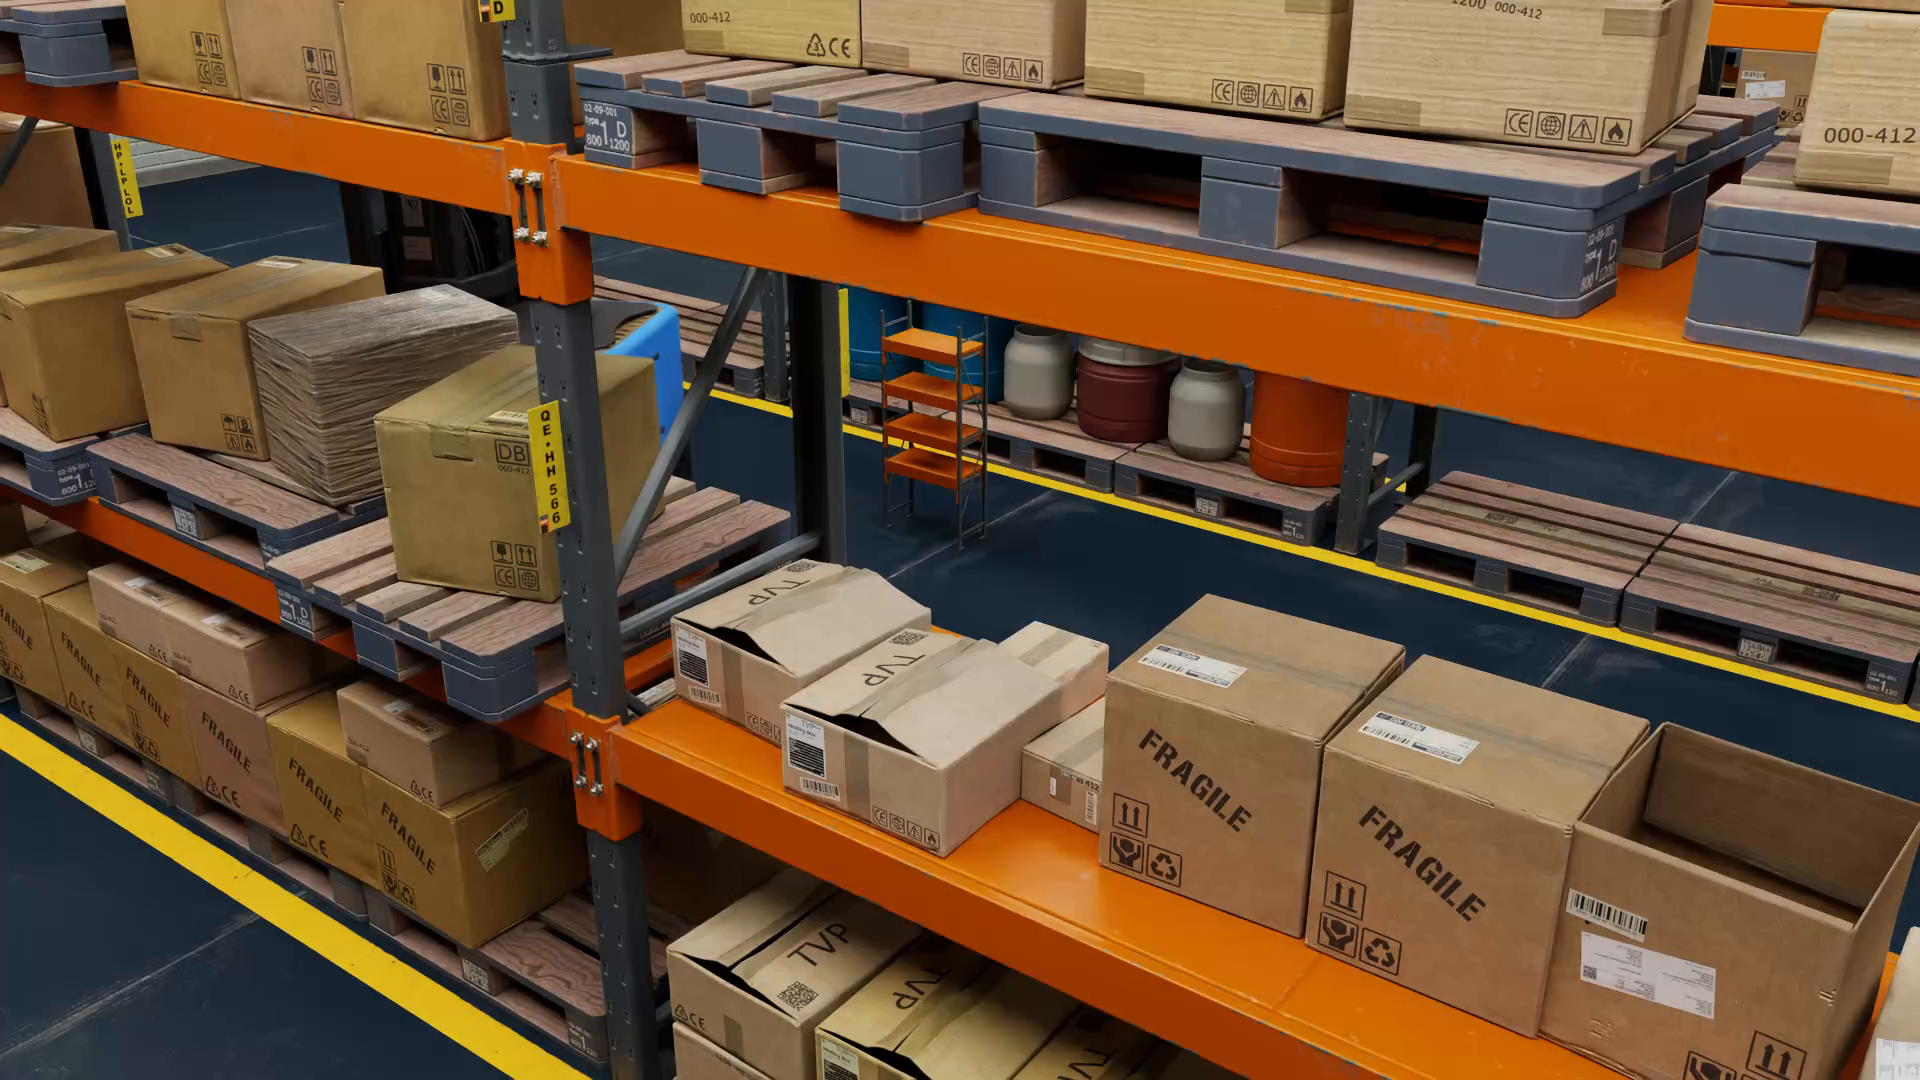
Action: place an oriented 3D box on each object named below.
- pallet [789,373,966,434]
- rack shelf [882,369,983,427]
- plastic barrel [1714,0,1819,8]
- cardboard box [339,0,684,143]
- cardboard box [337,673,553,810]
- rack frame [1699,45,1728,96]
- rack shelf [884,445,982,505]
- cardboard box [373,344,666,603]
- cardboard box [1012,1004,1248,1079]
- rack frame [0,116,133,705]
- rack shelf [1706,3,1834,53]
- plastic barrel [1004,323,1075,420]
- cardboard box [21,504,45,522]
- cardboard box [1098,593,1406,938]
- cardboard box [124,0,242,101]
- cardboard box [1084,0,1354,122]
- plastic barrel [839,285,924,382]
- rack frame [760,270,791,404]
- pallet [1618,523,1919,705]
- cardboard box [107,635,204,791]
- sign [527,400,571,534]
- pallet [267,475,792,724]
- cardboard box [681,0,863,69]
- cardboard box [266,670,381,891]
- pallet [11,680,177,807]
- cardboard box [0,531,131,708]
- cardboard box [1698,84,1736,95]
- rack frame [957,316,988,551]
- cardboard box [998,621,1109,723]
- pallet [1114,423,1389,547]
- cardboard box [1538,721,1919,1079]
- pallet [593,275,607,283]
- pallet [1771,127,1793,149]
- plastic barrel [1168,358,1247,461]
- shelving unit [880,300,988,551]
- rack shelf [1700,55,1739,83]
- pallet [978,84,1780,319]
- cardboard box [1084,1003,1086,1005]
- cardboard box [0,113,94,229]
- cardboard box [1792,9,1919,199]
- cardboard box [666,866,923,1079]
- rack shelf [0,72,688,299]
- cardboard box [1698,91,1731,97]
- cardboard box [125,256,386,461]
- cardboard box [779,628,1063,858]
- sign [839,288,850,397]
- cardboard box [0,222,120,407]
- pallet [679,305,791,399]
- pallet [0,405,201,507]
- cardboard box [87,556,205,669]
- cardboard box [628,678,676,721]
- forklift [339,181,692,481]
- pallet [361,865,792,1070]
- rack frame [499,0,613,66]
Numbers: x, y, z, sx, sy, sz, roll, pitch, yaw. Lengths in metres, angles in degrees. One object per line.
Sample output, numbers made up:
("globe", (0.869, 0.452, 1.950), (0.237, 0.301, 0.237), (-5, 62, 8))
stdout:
("pallet", (-0.326, -0.950, 10.644), (1.213, 0.211, 1.003), (17, 29, 33))
("rack shelf", (-0.132, -0.732, 8.536), (0.480, 0.148, 0.258), (17, 29, 33))
("plastic barrel", (3.333, -2.601, 6.681), (0.708, 0.830, 0.600), (17, 29, 33))
("cardboard box", (-1.060, -1.375, 4.306), (0.500, 0.500, 0.910), (17, 29, 33))
("cardboard box", (-1.628, 0.575, 5.349), (0.500, 0.250, 0.500), (18, 30, 35))
("rack frame", (5.253, -3.057, 11.968), (0.127, 3.000, 1.000), (17, 29, 33))
("rack shelf", (-0.132, -0.346, 8.706), (0.480, 0.148, 0.258), (17, 29, 33))
("cardboard box", (-1.262, -0.216, 4.874), (0.500, 0.500, 0.700), (7, 25, 16))
("cardboard box", (0.384, 1.418, 4.006), (0.500, 0.311, 0.500), (16, 28, 32))
("rack frame", (-3.892, -0.829, 6.911), (0.127, 3.000, 1.000), (17, 29, 33))
("rack shelf", (3.883, -2.019, 6.783), (4.000, 0.370, 1.077), (17, 29, 33))
("plastic barrel", (0.472, -1.006, 9.878), (0.421, 0.512, 0.421), (0, 24, 0))
("cardboard box", (-4.796, -0.111, 8.250), (0.250, 0.166, 0.380), (17, 29, 33))
("cardboard box", (0.662, 0.493, 3.787), (0.500, 0.500, 0.500), (15, 28, 31))
("cardboard box", (-1.884, -1.624, 4.871), (0.500, 0.500, 0.910), (17, 29, 33))
("cardboard box", (0.587, -1.003, 3.252), (0.500, 0.250, 0.500), (16, 28, 32))
("plastic barrel", (-0.493, -1.521, 10.564), (0.708, 0.901, 0.600), (17, 29, 33))
("rack frame", (-0.918, -2.426, 10.536), (0.127, 3.000, 1.000), (17, 29, 33))
("pallet", (3.851, 0.312, 7.780), (1.213, 0.211, 1.003), (17, 29, 33))
("cardboard box", (-2.822, 0.558, 6.318), (0.500, 0.500, 0.500), (17, 29, 34))
("sign", (-1.009, -0.178, 4.096), (0.005, 0.325, 0.100), (17, 29, 33))
("pallet", (-1.275, 0.085, 5.075), (1.003, 0.211, 1.213), (17, 29, 33))
("cardboard box", (-0.294, -1.266, 3.849), (0.500, 0.250, 0.500), (14, 28, 29))
("cardboard box", (-1.994, 0.805, 5.757), (0.500, 0.500, 0.500), (16, 28, 31))
("pallet", (-3.218, 0.632, 7.055), (1.213, 0.211, 1.003), (17, 29, 33))
("cardboard box", (-3.651, 0.309, 6.882), (0.500, 0.500, 0.500), (15, 28, 31))
("cardboard box", (7.497, -4.392, 16.646), (0.500, 0.250, 0.500), (16, 29, 33))
("rack frame", (0.063, -0.530, 8.465), (0.015, 1.200, 0.240), (17, 29, 33))
("cardboard box", (0.194, 0.382, 4.475), (0.250, 0.149, 0.380), (17, 29, 33))
("pallet", (1.627, -0.360, 9.305), (1.213, 0.211, 1.003), (17, 29, 33))
("cardboard box", (1.484, 0.741, 3.223), (0.500, 0.500, 0.500), (19, 30, 37))
("pallet", (-3.482, -1.905, 12.813), (1.213, 0.211, 1.003), (17, 29, 33))
("pallet", (5.887, -2.831, 11.693), (1.003, 0.211, 1.213), (17, 29, 33))
("plastic barrel", (1.376, -0.733, 9.258), (0.421, 0.512, 0.421), (0, 24, 0))
("shelving unit", (-0.132, -0.589, 8.599), (0.503, 1.200, 0.258), (17, 29, 33))
("rack shelf", (6.709, -4.787, 16.787), (4.000, 0.370, 1.077), (17, 29, 33))
("pallet", (0.802, -0.743, 3.230), (1.213, 0.211, 1.003), (18, 30, 36))
("cardboard box", (0.296, 1.119, 4.685), (0.500, 0.311, 0.500), (16, 29, 33))
("cardboard box", (-4.100, -1.537, 7.154), (0.500, 0.500, 0.500), (18, 29, 35))
("cardboard box", (1.581, -0.675, 2.506), (0.500, 0.250, 0.500), (14, 27, 28))
("cardboard box", (-0.448, 1.169, 4.570), (0.500, 0.311, 0.500), (18, 29, 35))
("rack shelf", (-2.291, -1.389, 5.354), (4.000, 0.370, 1.077), (17, 29, 33))
("cardboard box", (7.194, -4.224, 16.265), (0.500, 0.250, 0.500), (17, 29, 34))
("cardboard box", (-2.441, -0.660, 5.882), (0.500, 0.500, 0.700), (9, 25, 20))
("cardboard box", (-0.091, 0.458, 4.101), (0.500, 0.311, 0.500), (16, 29, 33))
("sign", (-0.361, -0.571, 4.891), (0.005, 0.325, 0.100), (17, 29, 33))
("cardboard box", (-3.647, -0.880, 6.382), (0.500, 0.500, 0.700), (7, 25, 16))
("pallet", (-1.530, -1.315, 11.474), (1.213, 0.211, 1.003), (17, 29, 33))
("pallet", (-3.318, -0.513, 6.431), (1.213, 0.211, 1.003), (17, 29, 33))
("cardboard box", (-2.851, 0.208, 6.182), (0.500, 0.250, 0.500), (17, 29, 33))
("cardboard box", (-1.306, 0.754, 5.873), (0.500, 0.500, 0.500), (16, 28, 31))
("forklift", (-3.074, -1.561, 8.657), (3.031, 2.935, 1.130), (4, 24, 10))
("pallet", (-1.266, 1.222, 5.715), (1.213, 0.211, 1.003), (17, 29, 33))
("rack frame", (-0.691, -2.607, 3.506), (0.127, 3.000, 1.000), (17, 29, 33))
